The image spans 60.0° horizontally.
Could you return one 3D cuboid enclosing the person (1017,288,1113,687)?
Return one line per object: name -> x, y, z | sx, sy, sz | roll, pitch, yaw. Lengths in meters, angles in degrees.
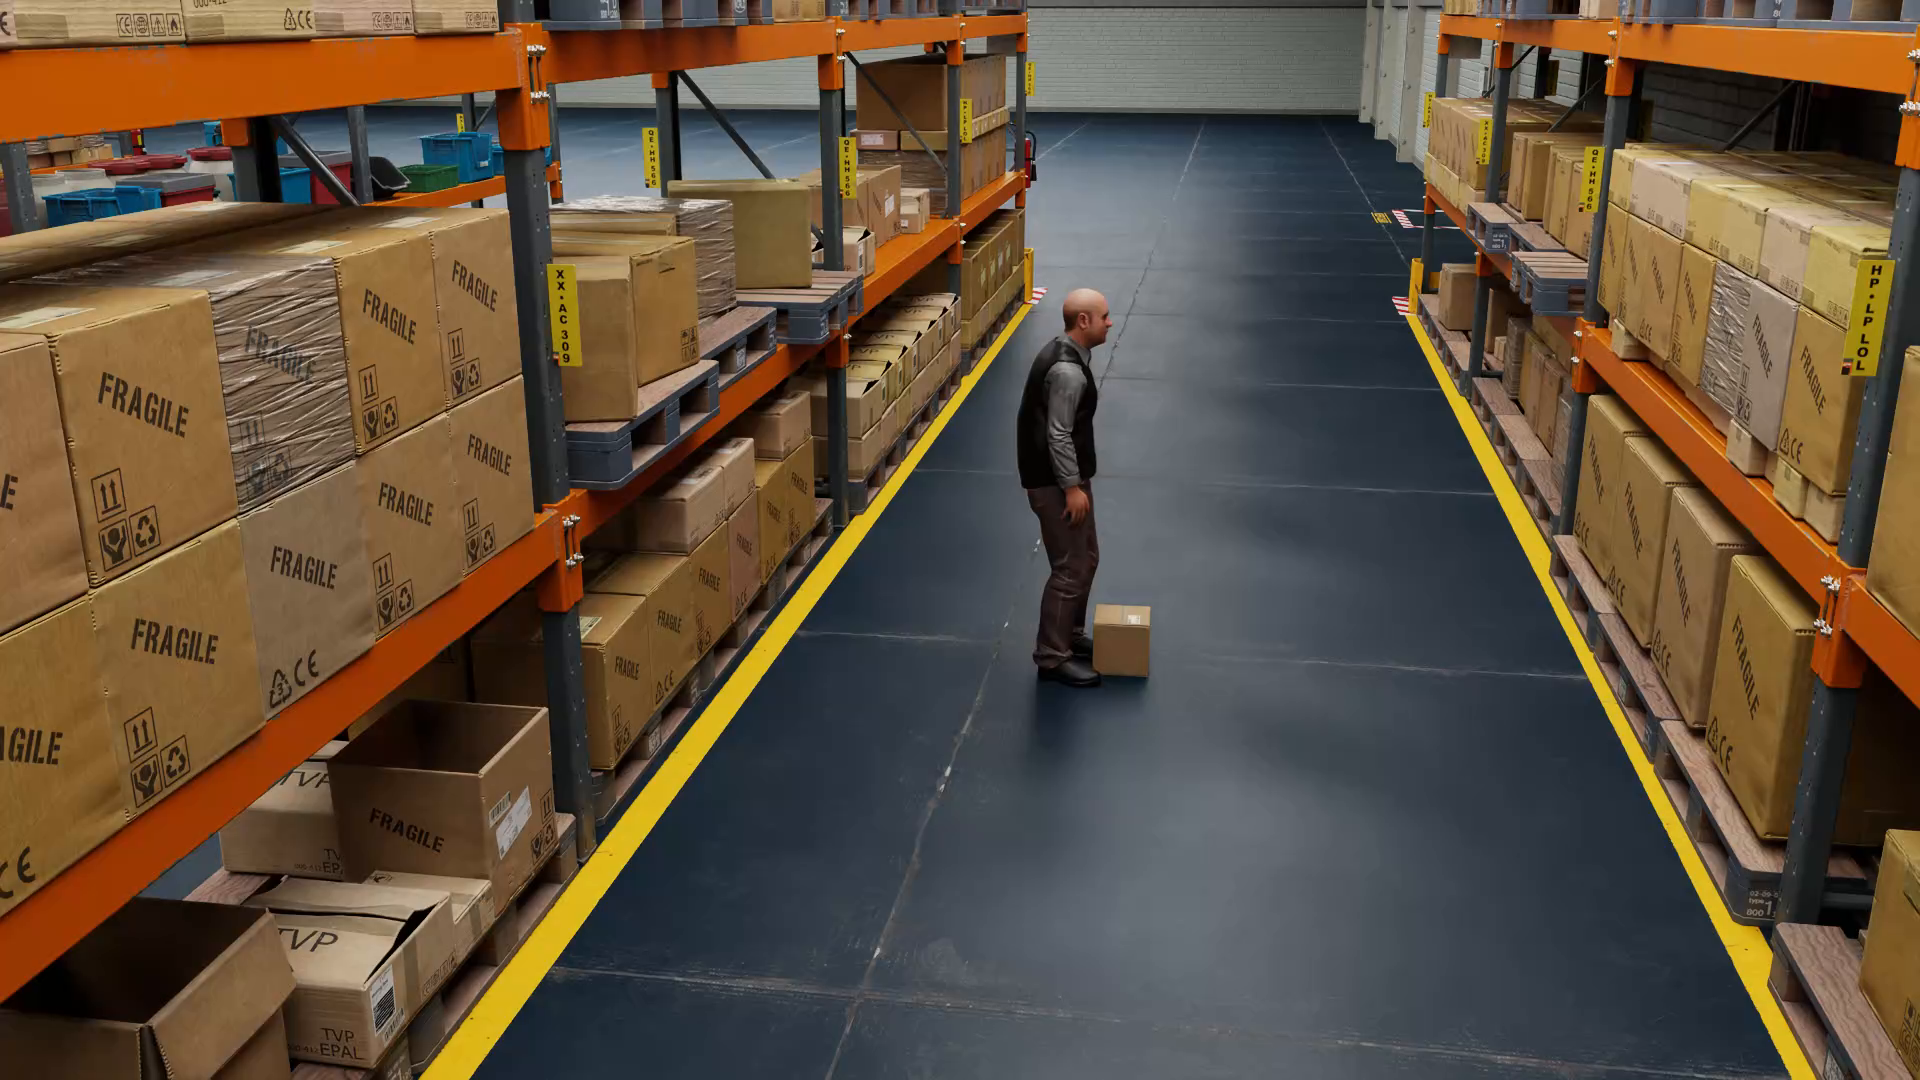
person -> 0.486, -0.208, 7.404 | 0.469, 1.622, 0.594 | 2, 18, 6
